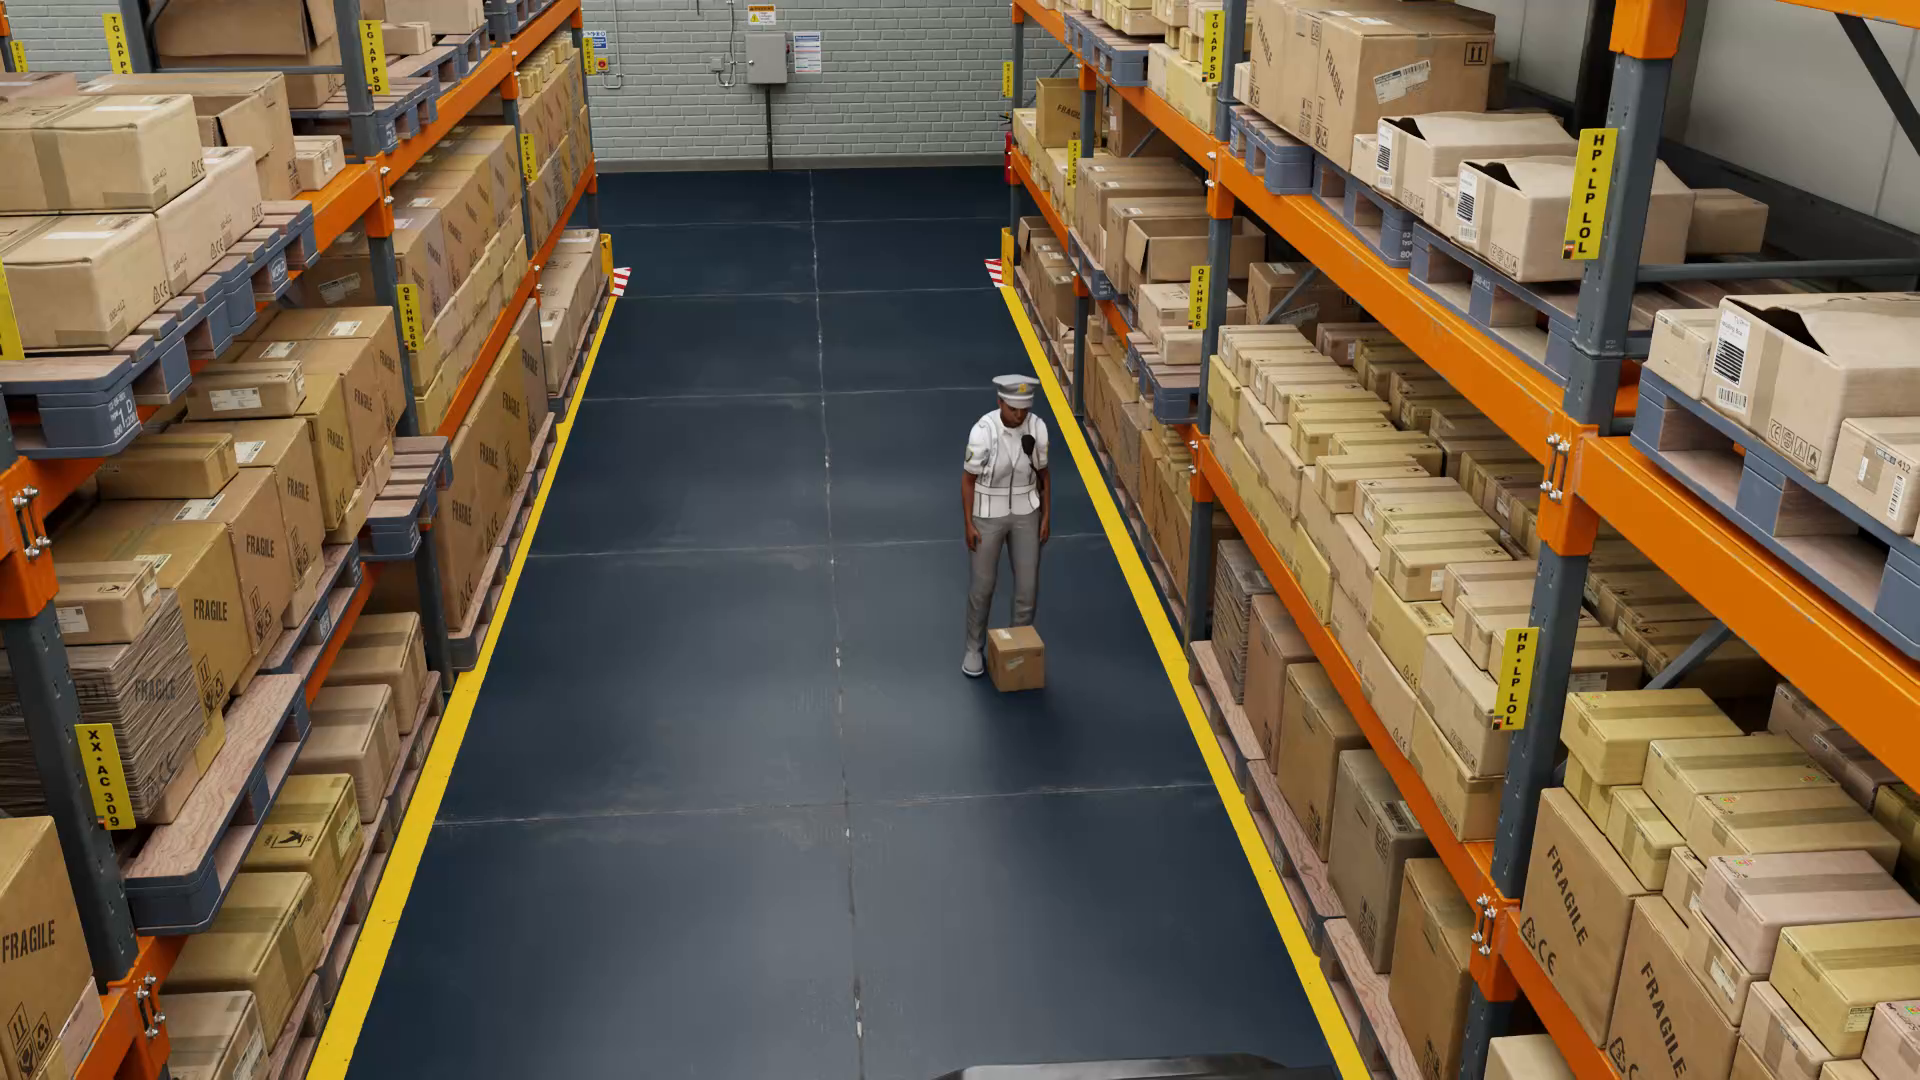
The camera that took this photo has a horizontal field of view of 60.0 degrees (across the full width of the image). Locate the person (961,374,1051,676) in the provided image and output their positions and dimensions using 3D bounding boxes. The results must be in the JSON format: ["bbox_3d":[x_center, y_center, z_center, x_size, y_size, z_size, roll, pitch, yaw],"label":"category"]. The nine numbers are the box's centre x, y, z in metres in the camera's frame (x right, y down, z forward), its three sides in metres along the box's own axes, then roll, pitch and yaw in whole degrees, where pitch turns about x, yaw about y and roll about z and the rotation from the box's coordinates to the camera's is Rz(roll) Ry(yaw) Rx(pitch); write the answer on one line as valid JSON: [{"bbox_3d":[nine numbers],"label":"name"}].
[{"bbox_3d":[0.245,-0.091,8.806,0.506,1.659,0.425,-5,24,-12],"label":"person"}]
